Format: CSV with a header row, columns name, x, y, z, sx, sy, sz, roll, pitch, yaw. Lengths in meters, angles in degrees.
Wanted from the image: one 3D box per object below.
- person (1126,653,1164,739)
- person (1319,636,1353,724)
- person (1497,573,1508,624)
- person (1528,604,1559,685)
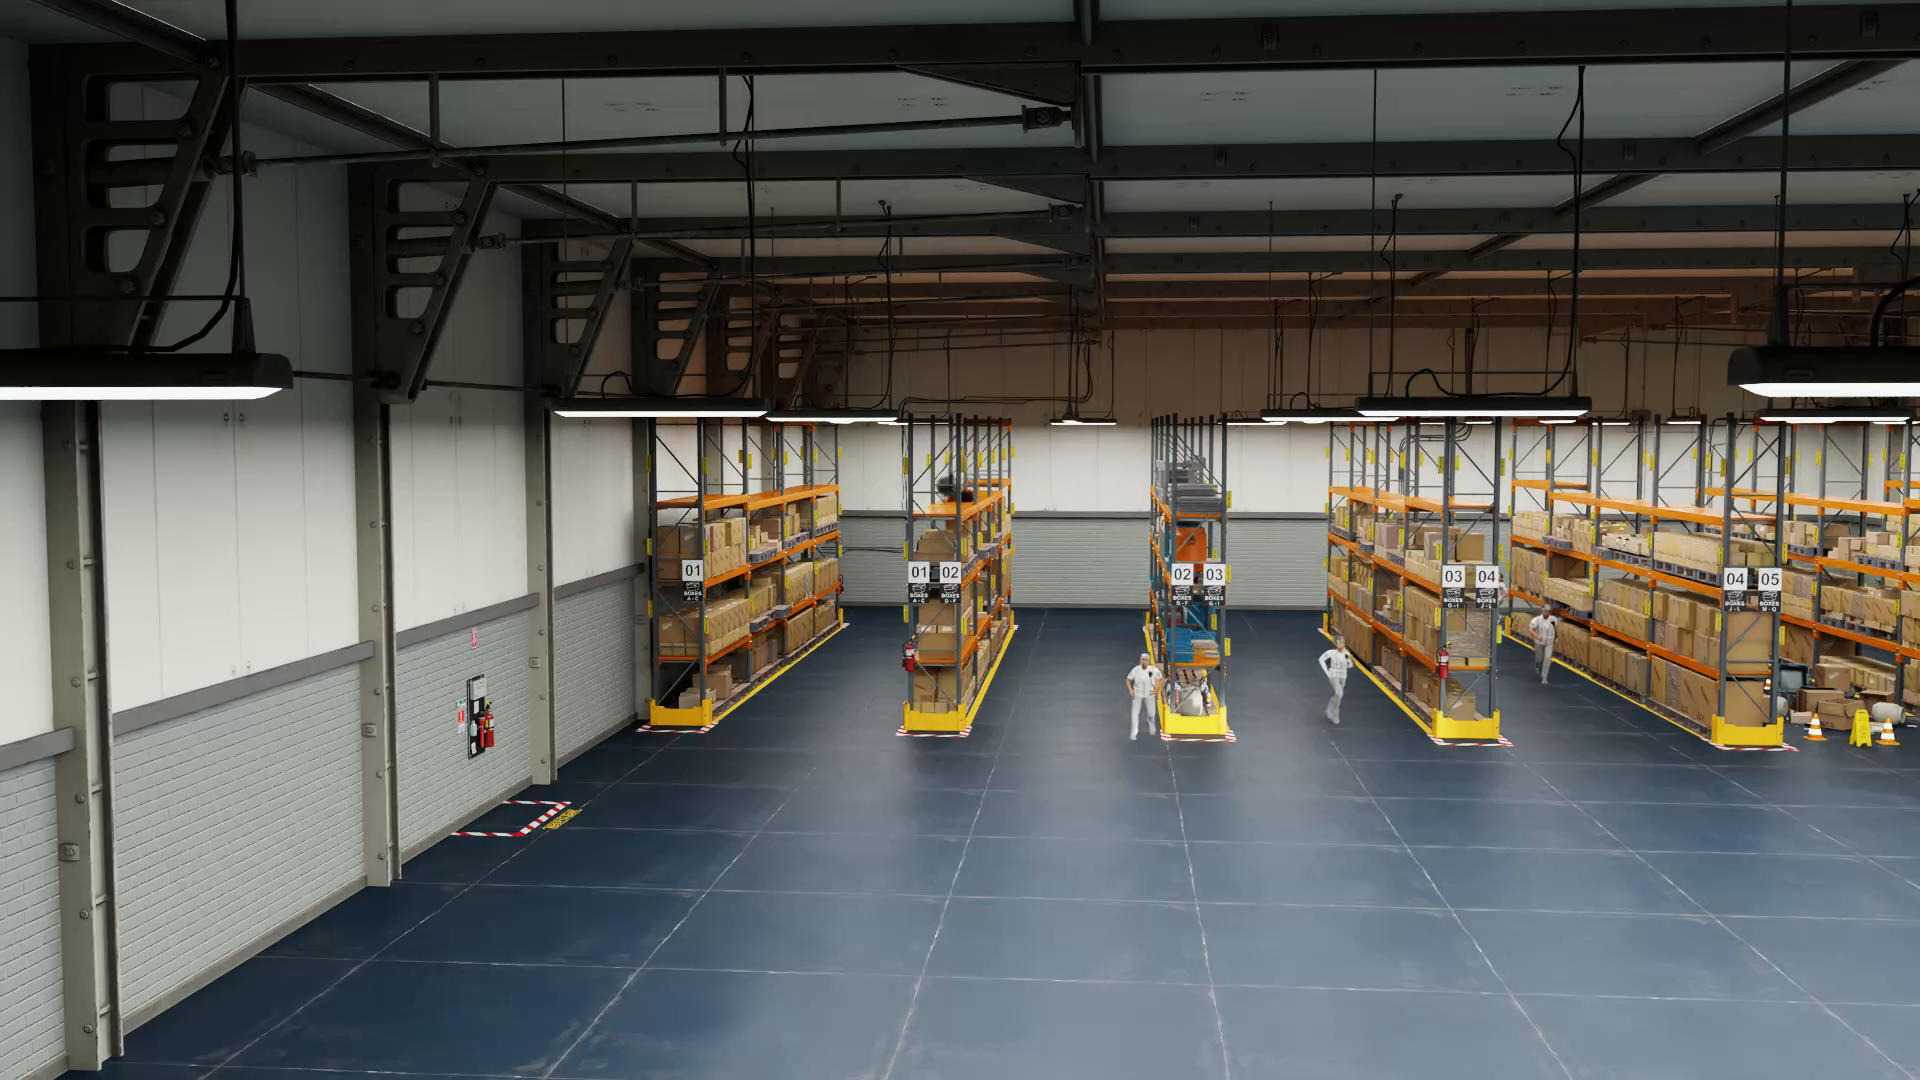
name,x,y,z,sx,sy,sz,roll,pitch,yaw
person,3.398,2.900,30.571,0.703,1.618,0.551,0,4,6
person,7.346,2.714,32.384,0.595,1.714,0.760,-1,4,-19
person,15.318,1.742,47.345,0.654,1.615,0.595,-2,4,-28
person,13.197,2.324,37.591,0.686,1.777,0.964,0,4,7
